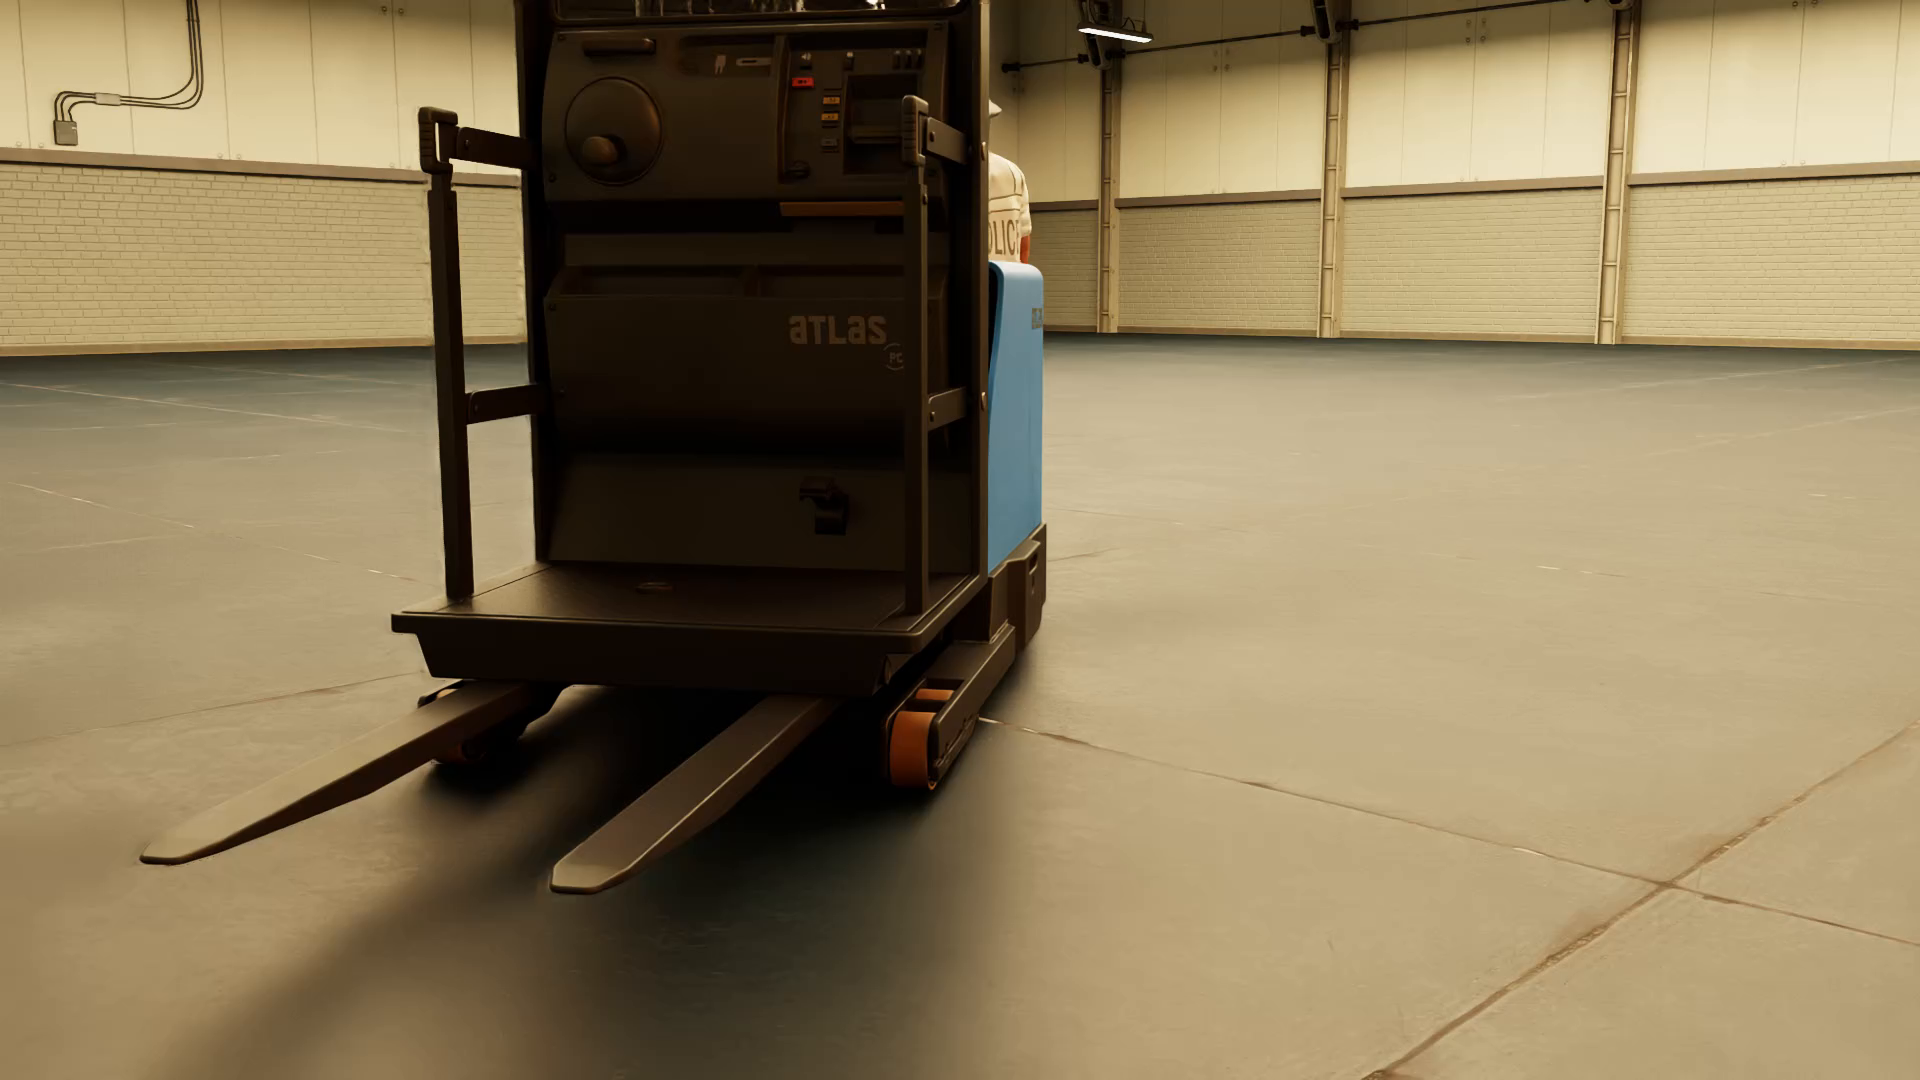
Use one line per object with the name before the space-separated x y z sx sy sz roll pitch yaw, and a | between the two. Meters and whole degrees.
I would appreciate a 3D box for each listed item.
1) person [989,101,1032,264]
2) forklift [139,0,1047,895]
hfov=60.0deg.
person | -0.047 -0.896 6.645 0.575 1.779 0.640 8 12 43
forklift | -0.523 -1.001 3.520 1.130 2.935 3.031 2 9 11
